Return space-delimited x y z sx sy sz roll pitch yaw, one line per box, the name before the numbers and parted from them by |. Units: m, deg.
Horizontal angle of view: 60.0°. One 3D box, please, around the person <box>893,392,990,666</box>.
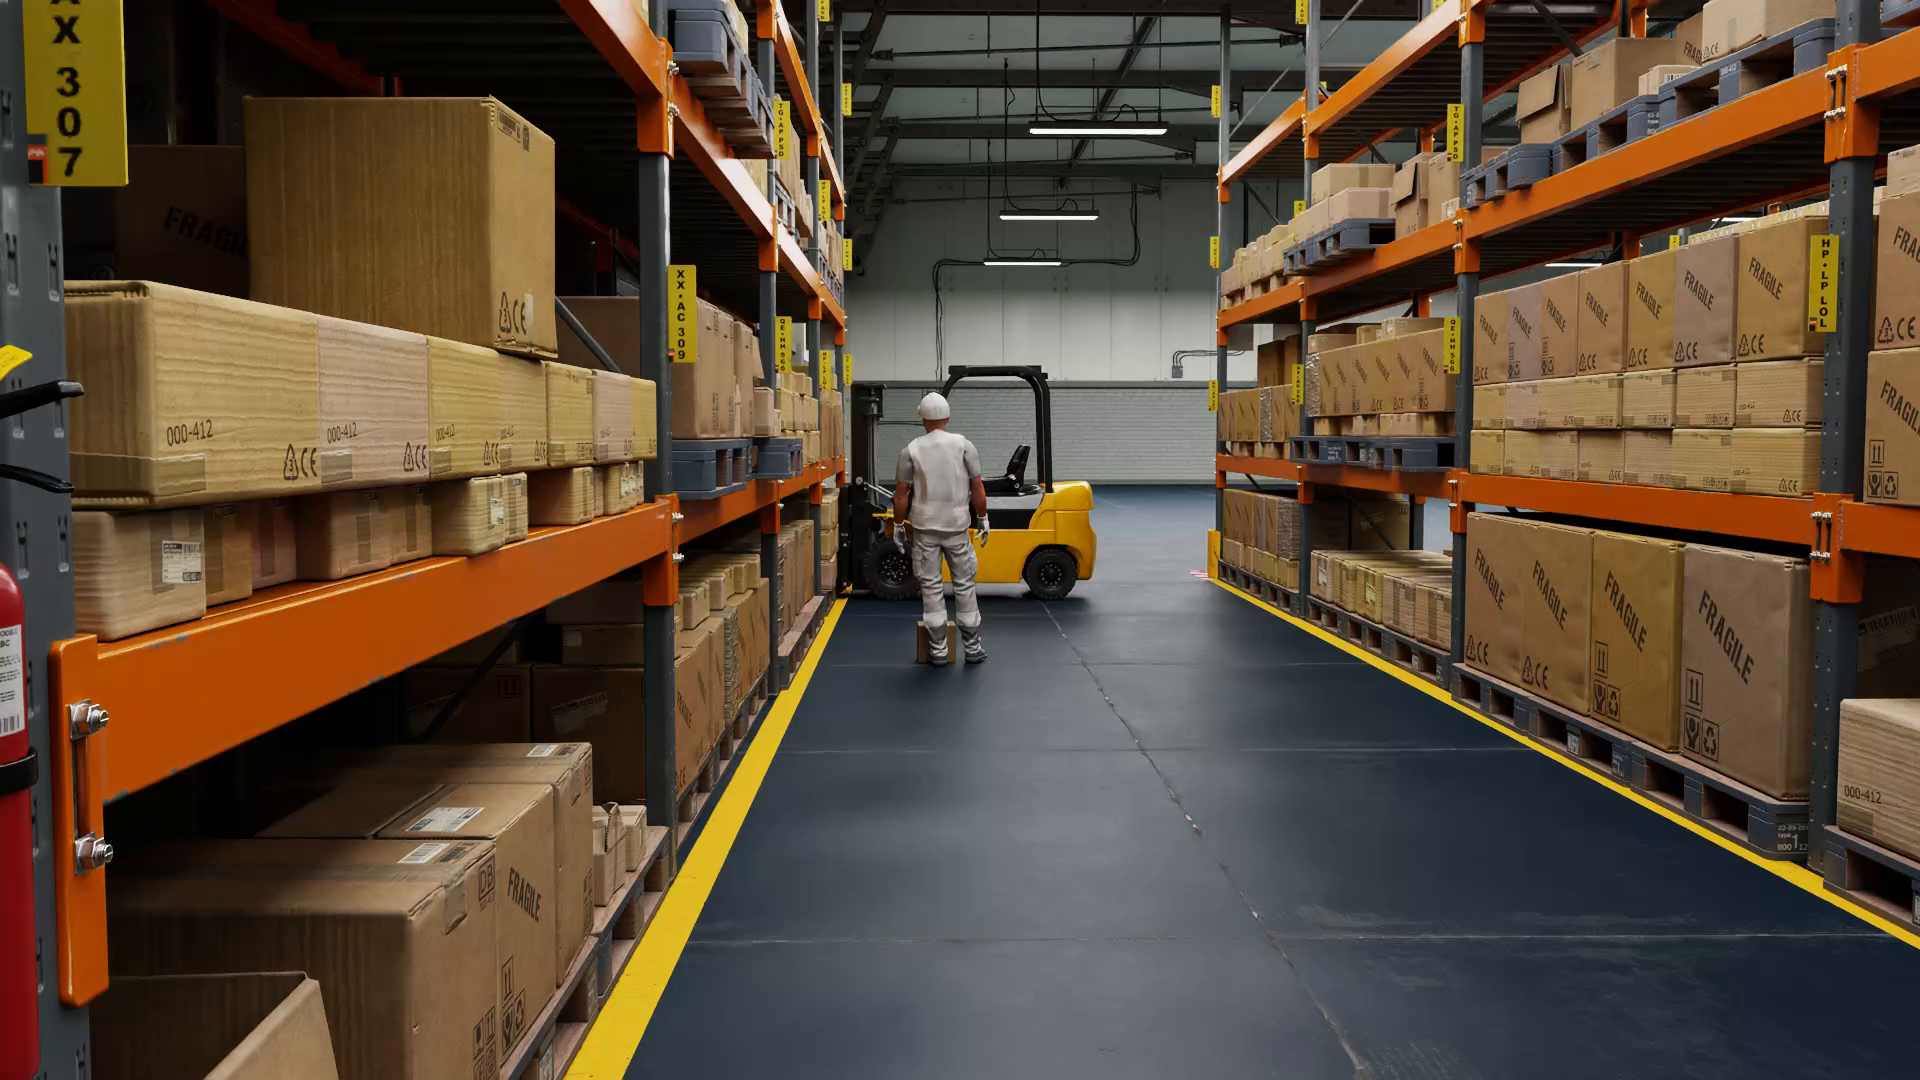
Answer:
person | -0.122 -0.076 11.006 0.638 1.789 0.563 0 4 -1
